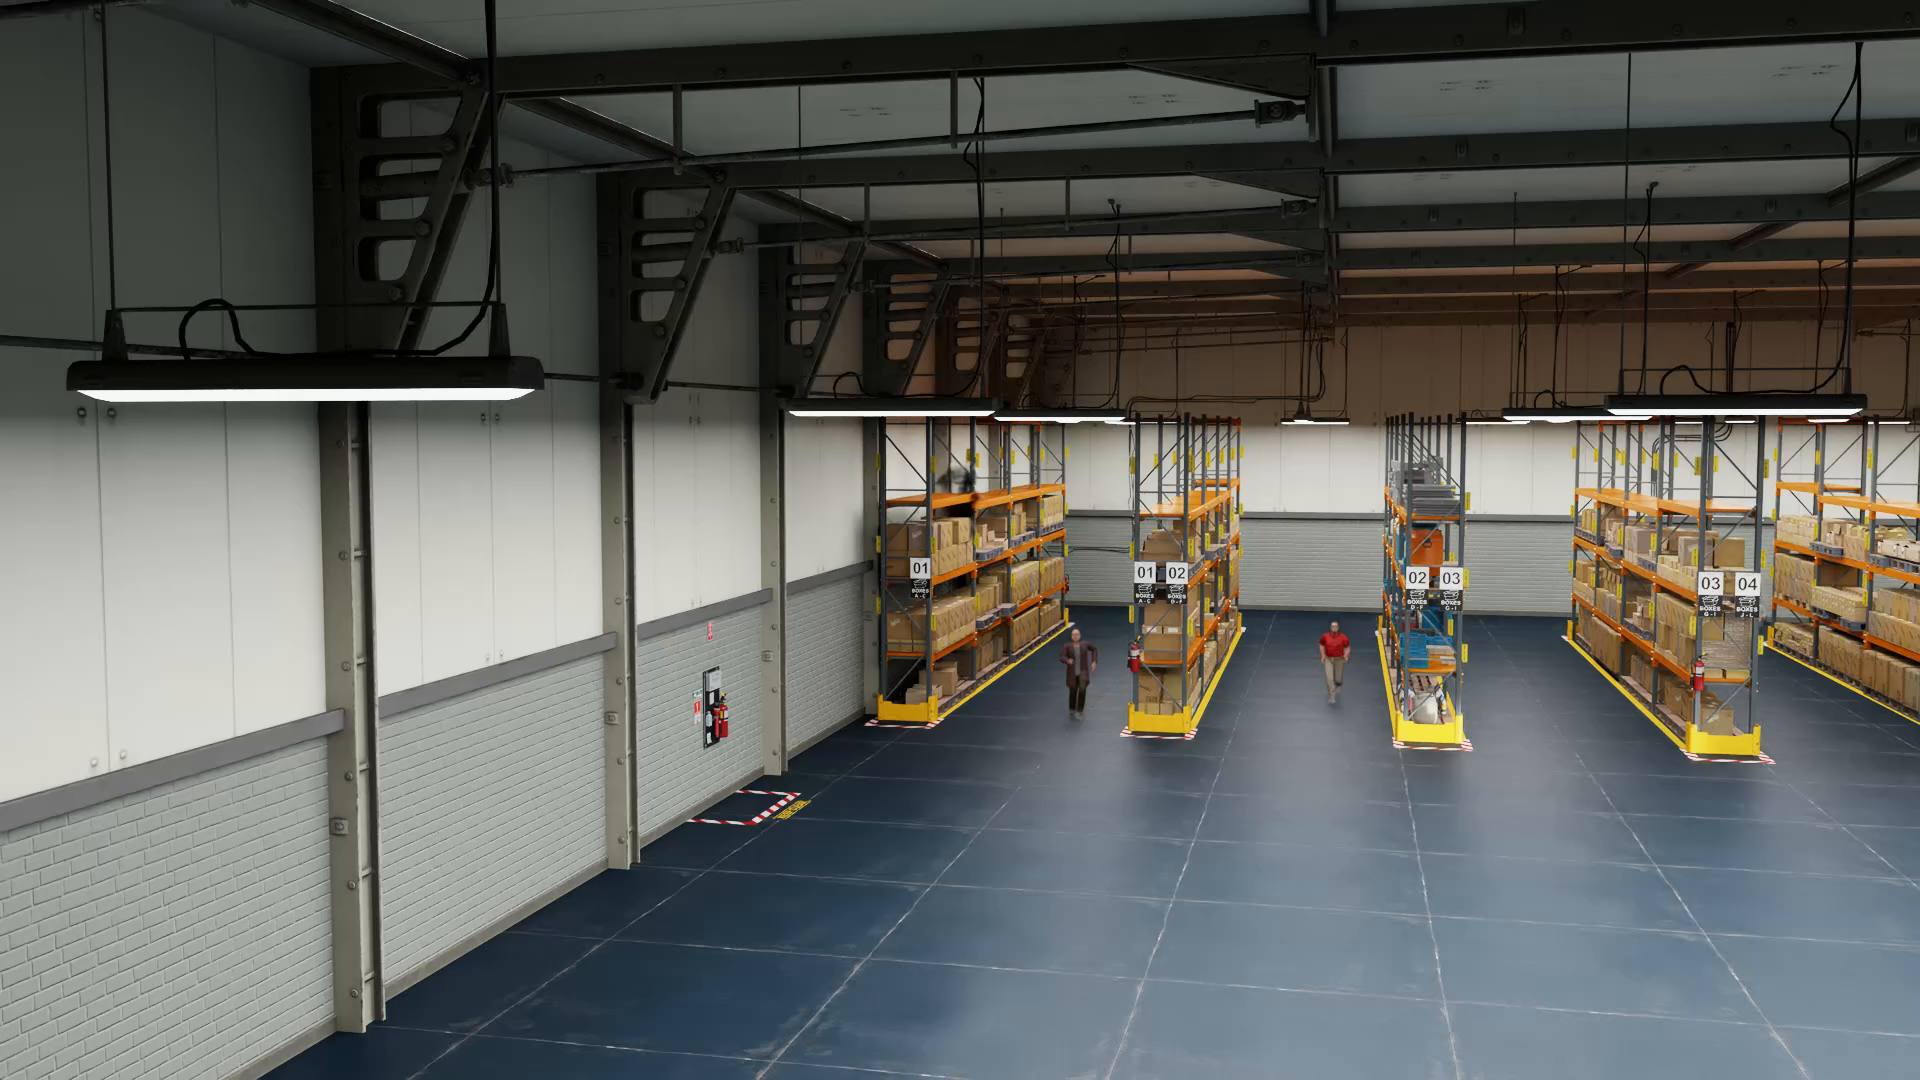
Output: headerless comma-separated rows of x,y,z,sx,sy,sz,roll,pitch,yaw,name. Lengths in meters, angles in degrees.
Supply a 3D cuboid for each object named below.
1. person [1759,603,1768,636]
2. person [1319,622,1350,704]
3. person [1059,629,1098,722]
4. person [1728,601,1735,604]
19.307,2.108,40.464,0.639,1.744,0.645,1,4,17,person
7.832,2.539,34.804,0.646,1.692,0.771,1,4,15,person
2.320,2.636,32.540,0.733,1.798,0.958,0,4,7,person
19.963,1.954,43.240,0.664,1.726,0.889,1,4,19,person
